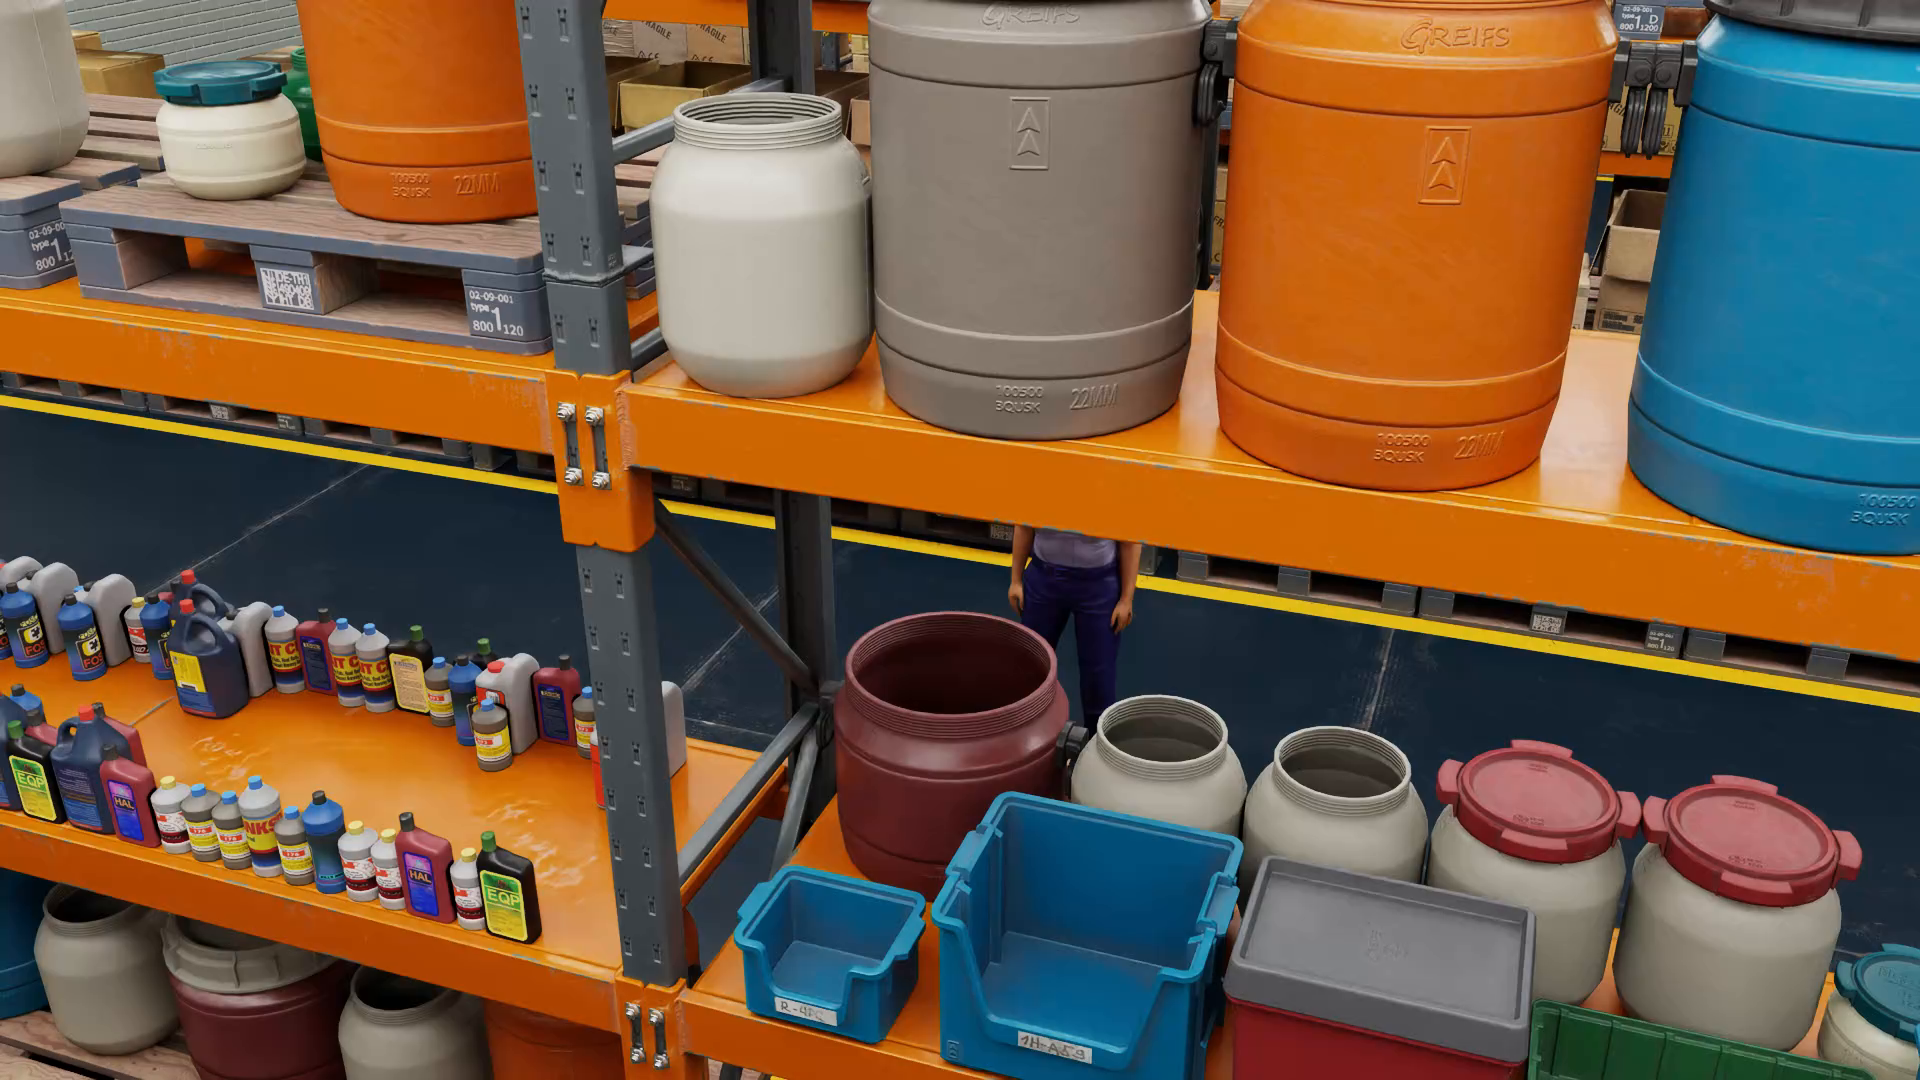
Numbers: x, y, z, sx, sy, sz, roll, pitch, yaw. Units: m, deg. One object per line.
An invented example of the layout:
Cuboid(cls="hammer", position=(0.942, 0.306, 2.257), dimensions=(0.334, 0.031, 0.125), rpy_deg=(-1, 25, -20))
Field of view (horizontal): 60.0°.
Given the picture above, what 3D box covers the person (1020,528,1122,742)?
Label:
Cuboid(cls="person", position=(0.442, 0.291, 6.722), dimensions=(0.528, 1.477, 0.374), rpy_deg=(9, 27, 17))
